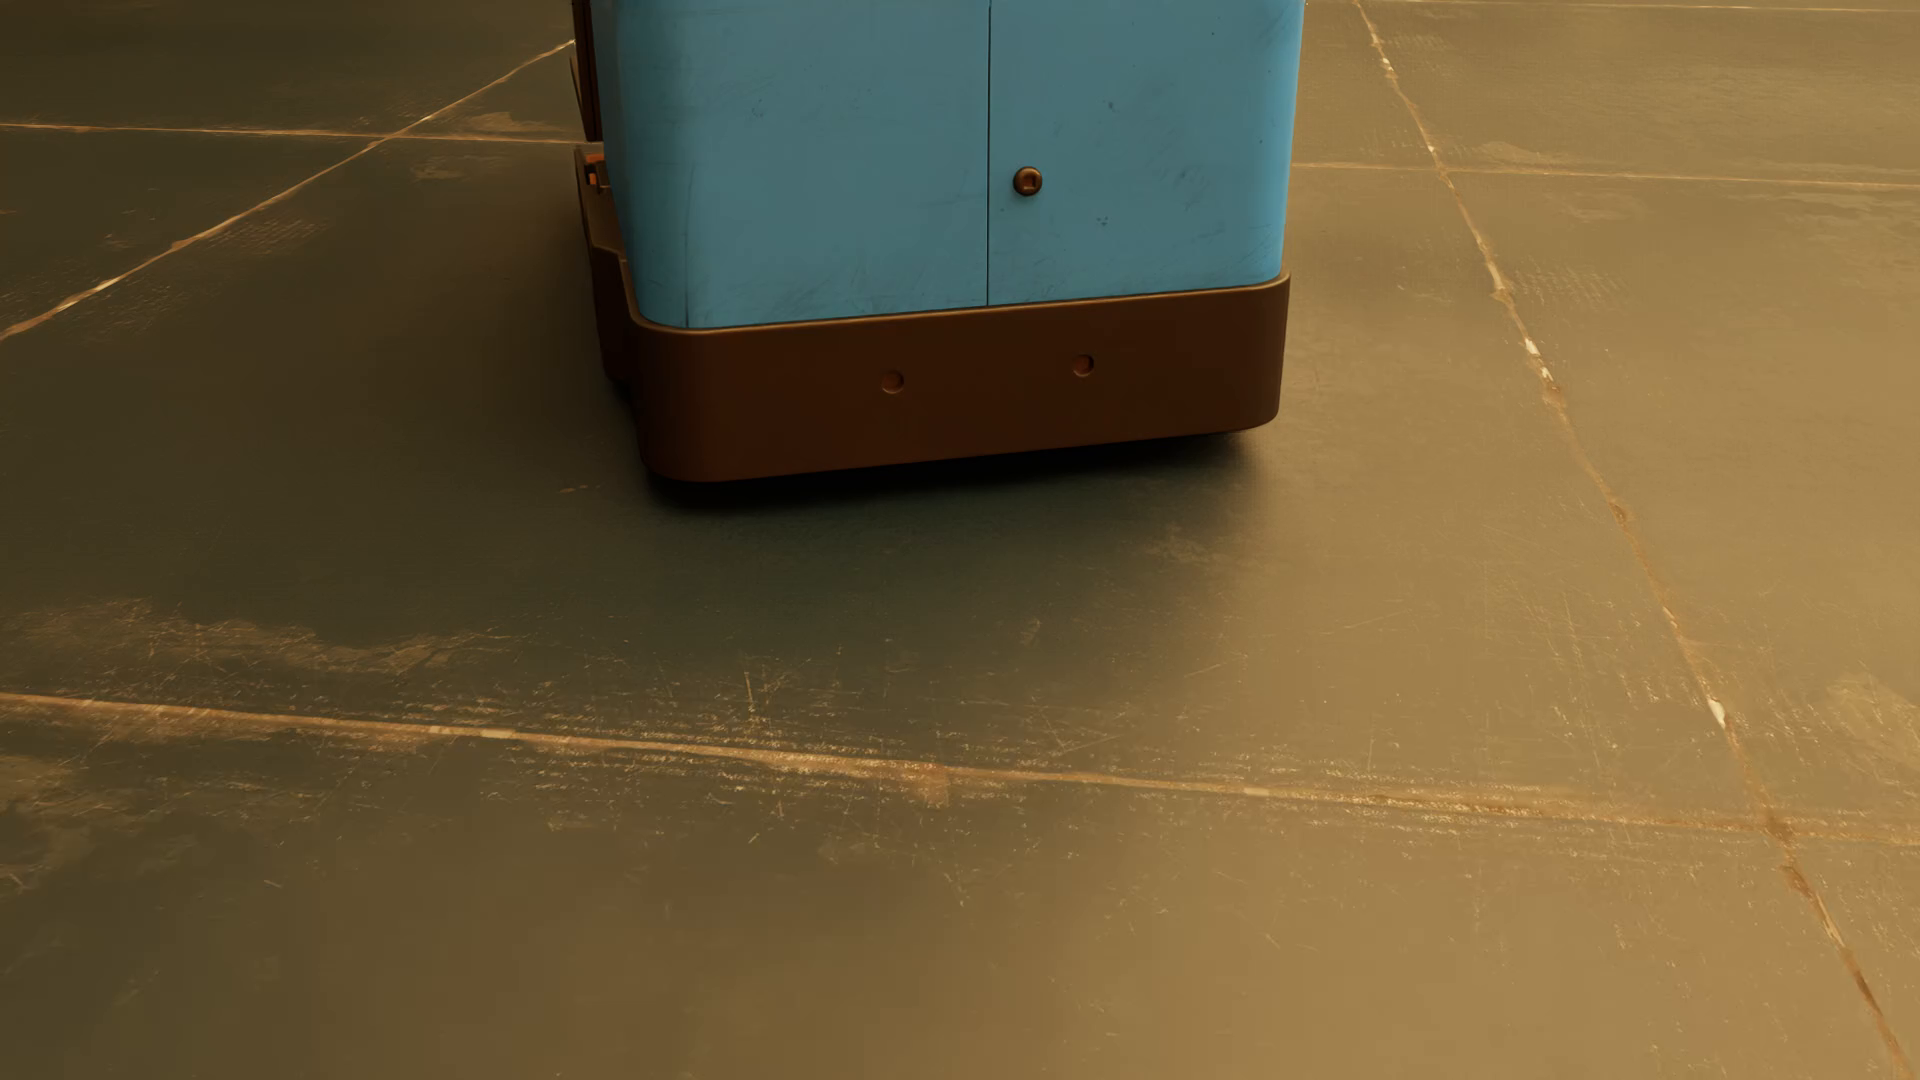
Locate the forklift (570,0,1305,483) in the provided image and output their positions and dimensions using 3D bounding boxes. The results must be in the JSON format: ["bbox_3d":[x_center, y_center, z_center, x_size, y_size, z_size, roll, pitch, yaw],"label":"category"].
[{"bbox_3d":[-0.318,-2.035,3.296,1.130,2.935,3.031,-6,27,-12],"label":"forklift"}]
